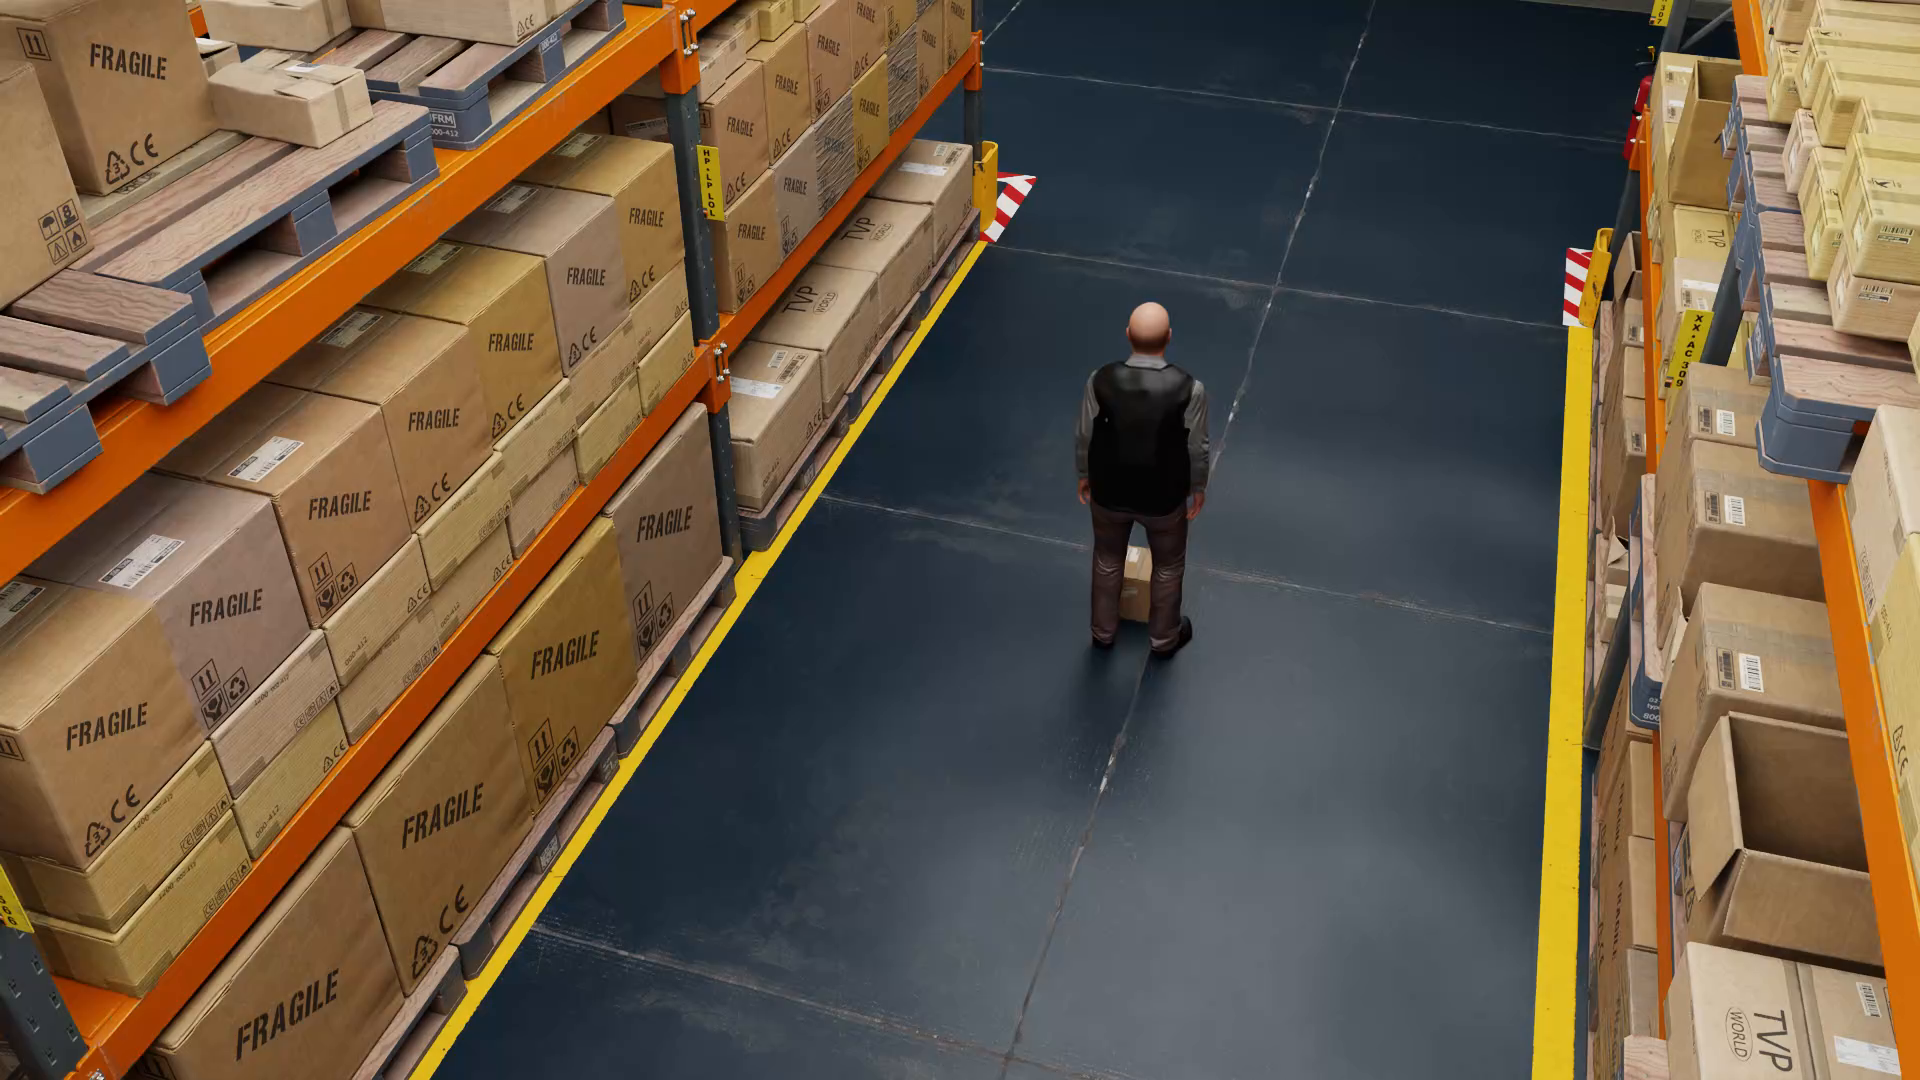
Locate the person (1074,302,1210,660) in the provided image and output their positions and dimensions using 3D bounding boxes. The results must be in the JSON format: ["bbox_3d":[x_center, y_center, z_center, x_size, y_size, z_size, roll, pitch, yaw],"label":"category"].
[{"bbox_3d":[0.781,-0.228,7.218,0.578,1.719,0.376,9,38,12],"label":"person"}]
